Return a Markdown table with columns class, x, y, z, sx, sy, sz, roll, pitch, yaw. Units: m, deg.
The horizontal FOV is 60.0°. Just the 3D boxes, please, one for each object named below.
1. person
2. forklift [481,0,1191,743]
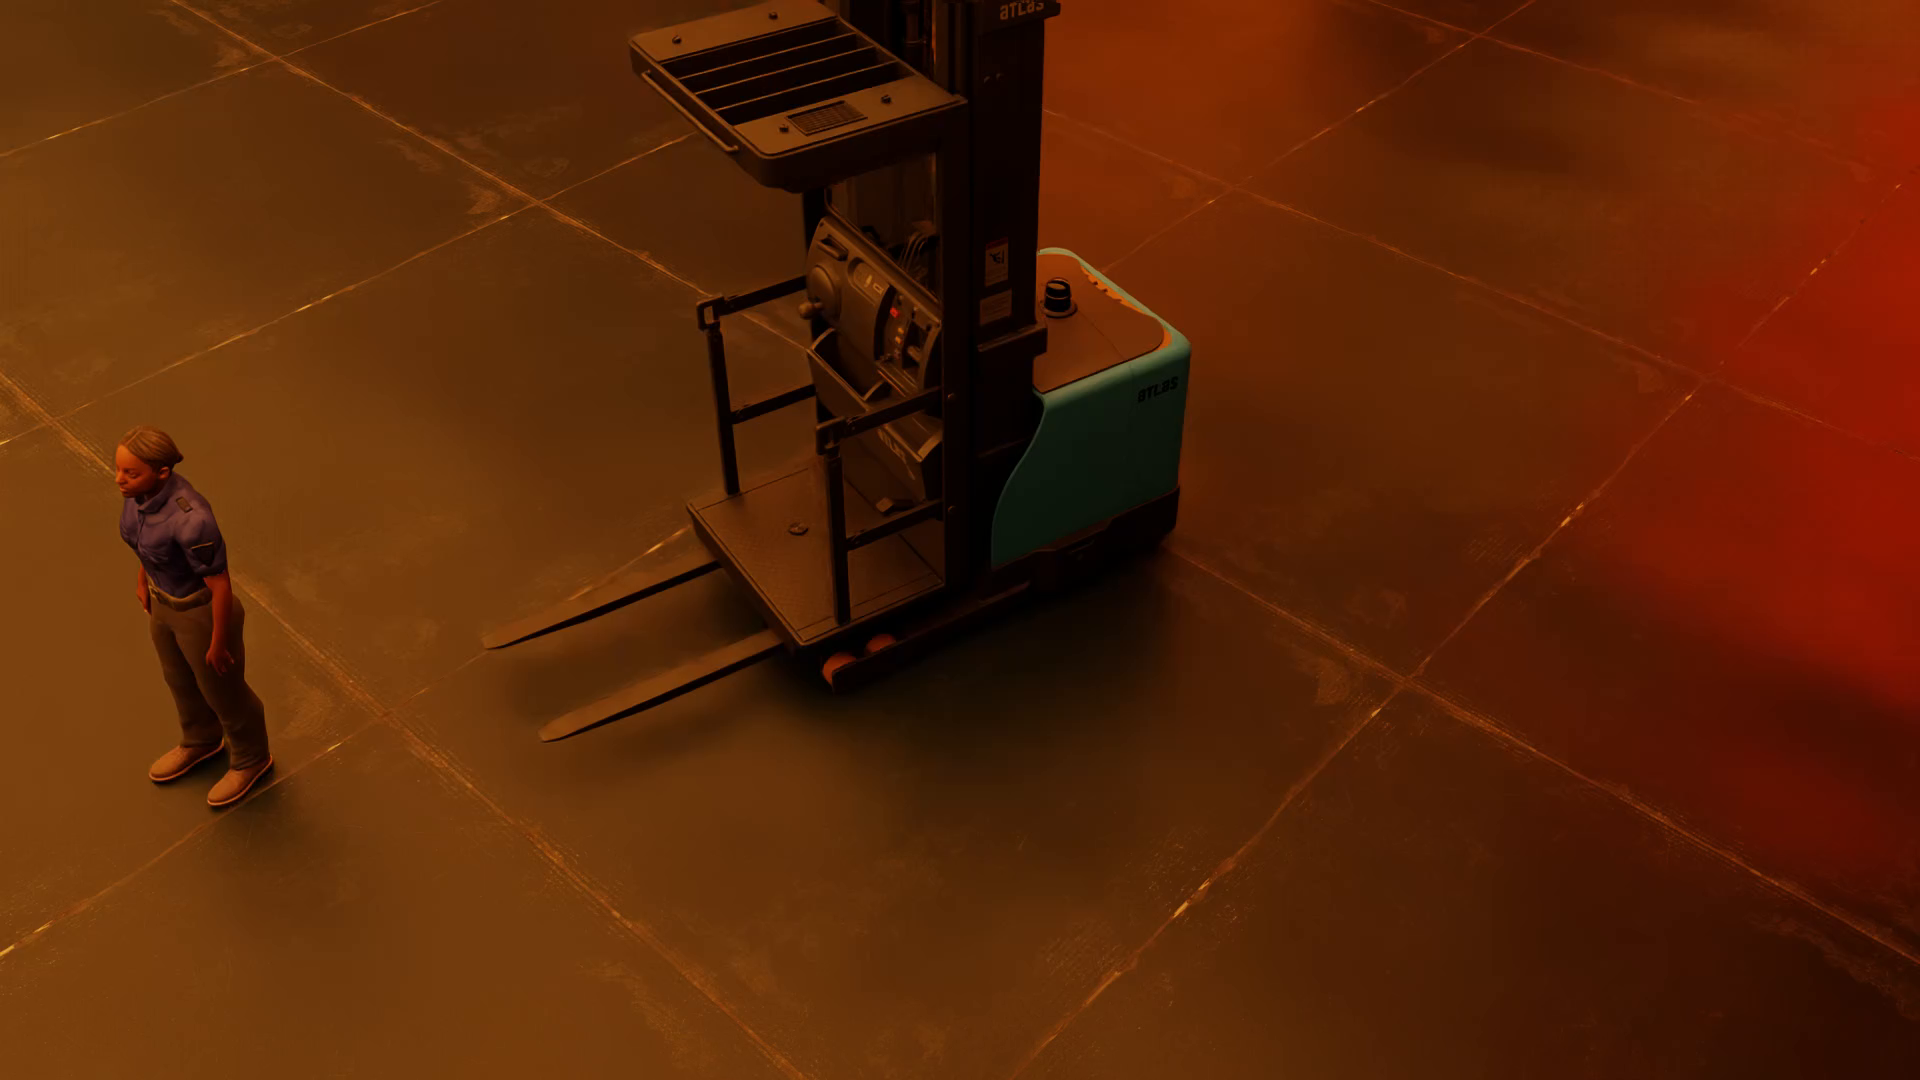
| class | x | y | z | sx | sy | sz | roll | pitch | yaw |
| --- | --- | --- | --- | --- | --- | --- | --- | --- | --- |
| person | -2.862 | 0.303 | 6.052 | 0.554 | 1.661 | 0.487 | 30 | 49 | 30 |
| forklift | -0.521 | -0.878 | 6.452 | 3.031 | 2.935 | 1.130 | -23 | 46 | -24 |
